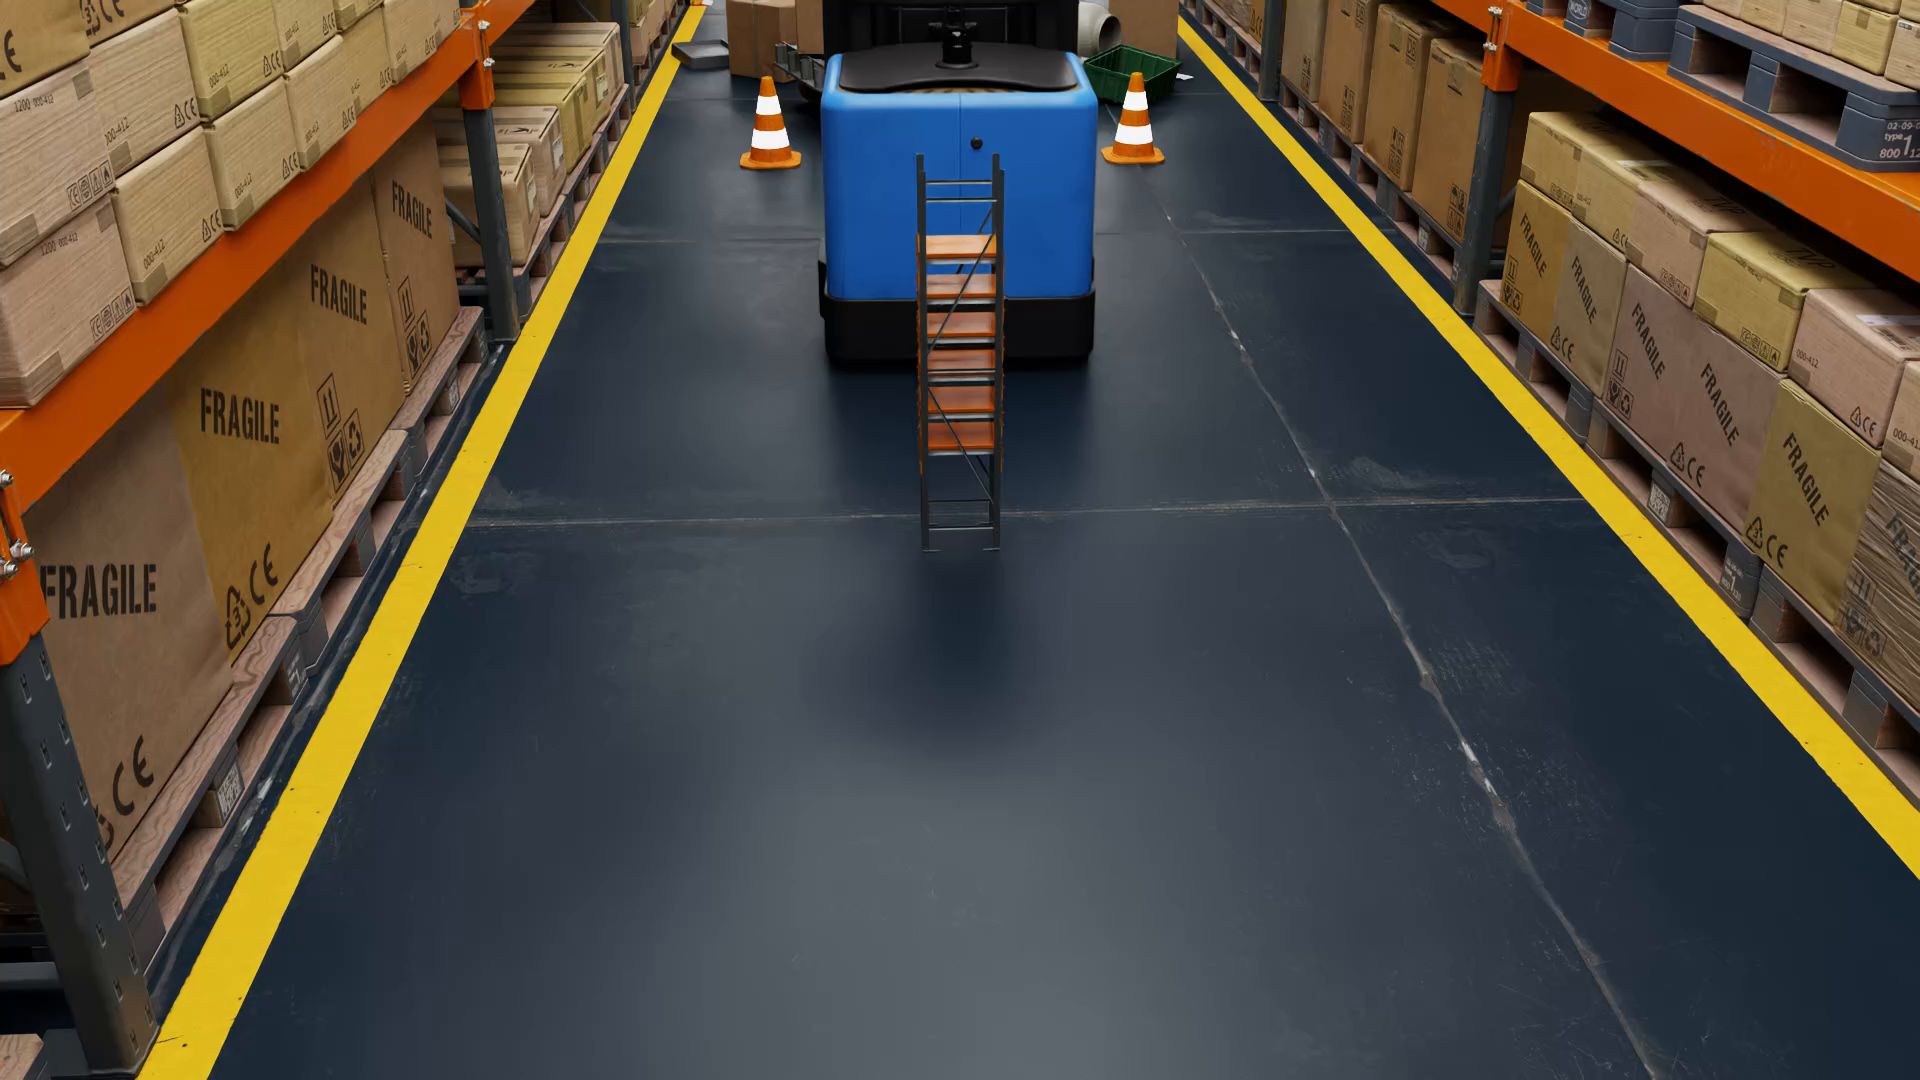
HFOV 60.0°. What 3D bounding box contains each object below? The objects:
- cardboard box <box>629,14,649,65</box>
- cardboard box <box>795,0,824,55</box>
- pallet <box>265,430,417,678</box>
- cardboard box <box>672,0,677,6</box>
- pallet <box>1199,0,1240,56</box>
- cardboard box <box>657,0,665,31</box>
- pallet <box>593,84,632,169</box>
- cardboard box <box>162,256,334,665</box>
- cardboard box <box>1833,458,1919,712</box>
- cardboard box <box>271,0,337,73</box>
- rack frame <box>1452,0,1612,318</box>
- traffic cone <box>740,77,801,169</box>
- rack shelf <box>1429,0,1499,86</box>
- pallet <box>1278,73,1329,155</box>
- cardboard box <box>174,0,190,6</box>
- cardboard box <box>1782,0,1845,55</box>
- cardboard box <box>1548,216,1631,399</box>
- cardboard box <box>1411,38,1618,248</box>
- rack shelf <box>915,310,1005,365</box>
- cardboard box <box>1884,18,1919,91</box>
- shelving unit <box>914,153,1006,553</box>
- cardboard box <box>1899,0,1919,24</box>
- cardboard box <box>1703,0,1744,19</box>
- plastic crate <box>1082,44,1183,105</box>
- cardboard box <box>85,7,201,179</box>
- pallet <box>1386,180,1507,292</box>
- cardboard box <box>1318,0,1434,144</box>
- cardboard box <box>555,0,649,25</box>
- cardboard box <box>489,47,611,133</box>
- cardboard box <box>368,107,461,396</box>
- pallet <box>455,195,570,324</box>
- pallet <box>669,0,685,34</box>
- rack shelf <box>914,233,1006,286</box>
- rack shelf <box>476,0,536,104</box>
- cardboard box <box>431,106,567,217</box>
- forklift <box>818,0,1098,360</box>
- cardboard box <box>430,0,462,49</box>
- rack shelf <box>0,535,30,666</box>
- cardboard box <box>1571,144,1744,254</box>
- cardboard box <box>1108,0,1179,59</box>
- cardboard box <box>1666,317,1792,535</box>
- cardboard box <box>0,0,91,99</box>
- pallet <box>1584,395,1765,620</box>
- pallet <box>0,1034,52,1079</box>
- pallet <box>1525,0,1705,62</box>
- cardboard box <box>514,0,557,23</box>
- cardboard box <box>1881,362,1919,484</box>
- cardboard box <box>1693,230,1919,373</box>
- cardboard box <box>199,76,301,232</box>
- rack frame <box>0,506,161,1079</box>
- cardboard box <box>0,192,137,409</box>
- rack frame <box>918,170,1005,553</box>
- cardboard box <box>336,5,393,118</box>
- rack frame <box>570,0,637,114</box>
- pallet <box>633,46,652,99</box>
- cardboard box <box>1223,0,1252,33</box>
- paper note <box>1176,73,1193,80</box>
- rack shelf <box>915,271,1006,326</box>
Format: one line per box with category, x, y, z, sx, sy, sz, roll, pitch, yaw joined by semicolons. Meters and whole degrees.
cardboard box;-2.284;-3.239;10.736;0.500;0.250;0.500;-3;28;-5
cardboard box;-0.747;-3.277;10.174;0.500;0.500;0.500;-1;28;-3
pallet;-2.288;0.019;4.986;1.003;0.211;1.213;-1;28;-3
cardboard box;-2.402;-4.201;12.580;0.500;0.250;0.500;-1;28;-2
pallet;2.386;-3.841;12.386;1.003;0.211;1.213;-1;28;-3
cardboard box;-2.354;-3.730;11.678;0.500;0.250;0.500;-2;28;-3
pallet;-2.481;-2.397;9.618;1.003;0.211;1.213;-1;28;-3
cardboard box;-2.273;-0.244;4.318;0.875;0.875;0.875;-1;28;-1
cardboard box;2.542;0.122;4.022;0.500;0.500;0.500;-2;28;-4
cardboard box;-1.930;-1.371;4.257;0.500;0.250;0.500;-2;28;-4
rack frame;2.624;-2.312;6.439;1.000;3.000;0.127;-1;28;-3
traffic cone;-1.060;-2.329;9.216;0.336;0.463;0.334;-1;28;-3
rack shelf;2.519;-2.917;8.376;1.077;0.370;4.000;-1;28;-3
pallet;2.530;-2.568;9.946;1.003;0.211;1.213;-1;28;-3
cardboard box;-1.919;-1.462;3.621;0.500;0.500;0.500;-2;28;-4
cardboard box;2.529;-1.443;4.590;0.380;0.149;0.250;-2;28;-4
cardboard box;2.435;-0.825;5.837;0.500;0.500;0.500;-1;28;-2
cardboard box;2.682;-1.784;7.406;1.050;0.750;0.750;-2;28;-3
rack shelf;-0.001;-0.606;4.950;0.258;0.103;0.180;-1;28;-3
cardboard box;2.556;-1.197;4.120;0.380;0.149;0.250;-3;28;-5
shelving unit;-0.001;-0.539;4.985;0.258;1.200;0.189;-1;28;-3
cardboard box;2.559;-1.333;4.058;0.380;0.149;0.250;-3;28;-5
cardboard box;2.506;-1.679;5.044;0.380;0.149;0.250;-1;28;-1
plastic crate;1.097;-2.987;10.711;0.450;0.188;0.662;22;34;18
cardboard box;-1.902;-0.904;3.361;0.500;0.250;0.500;-1;28;-2
pallet;2.658;-1.441;7.786;1.003;0.211;1.213;-1;28;-3
cardboard box;2.584;-2.618;9.004;1.050;0.750;0.750;-1;28;-3
cardboard box;-2.284;-3.572;10.562;0.500;0.500;0.500;0;28;0
cardboard box;-2.452;-2.440;9.072;0.950;0.372;0.625;0;28;1
cardboard box;-2.361;-1.069;5.899;0.875;0.875;0.875;-2;28;-3
pallet;-2.354;-1.270;7.457;1.003;0.211;1.213;-1;28;-3
pallet;-2.721;-4.193;13.061;1.003;0.211;1.213;-1;28;-3
rack shelf;-0.001;-0.818;4.839;0.258;0.103;0.180;-1;28;-3
rack shelf;-2.419;-2.750;8.058;1.077;0.370;4.000;-1;28;-3
cardboard box;-2.381;-1.769;7.785;0.950;0.372;0.625;-2;28;-4
forklift;-0.049;-2.640;7.142;1.130;2.935;3.031;-1;28;-2
cardboard box;-2.029;-1.852;5.719;0.500;0.250;0.500;-2;28;-4
rack shelf;-2.001;0.944;0.974;1.077;0.370;4.000;-1;28;-3
cardboard box;2.444;-1.164;5.676;0.500;0.250;0.500;-2;28;-3
cardboard box;1.309;-3.744;11.885;0.500;0.500;0.500;3;28;6
cardboard box;2.493;-0.352;4.931;0.500;0.500;0.500;-2;28;-4
cardboard box;-1.841;-0.996;2.727;0.500;0.500;0.500;-1;28;-2
pallet;2.724;-0.153;5.314;1.003;0.211;1.213;-1;28;-3
pallet;-2.144;1.291;2.547;1.003;0.211;1.213;-1;28;-3
pallet;2.767;-1.900;5.857;1.213;0.211;1.003;-1;28;-3
cardboard box;-2.822;-3.559;10.539;0.500;0.500;0.500;-2;28;-3
cardboard box;2.541;-0.213;3.853;0.500;0.250;0.500;-2;28;-4
cardboard box;2.486;-0.694;4.776;0.500;0.250;0.500;-3;28;-5
cardboard box;-1.904;-0.918;3.928;0.500;0.250;0.500;-2;28;-3
rack frame;-2.106;-0.299;2.579;1.000;3.000;0.127;-1;28;-3
cardboard box;-1.865;-0.442;3.015;0.500;0.250;0.500;-2;28;-4
rack frame;0.004;-0.496;4.904;0.240;1.200;0.006;-1;28;-3
cardboard box;-1.976;-1.384;4.821;0.500;0.250;0.500;-2;28;-3
rack frame;-2.523;-3.993;9.662;1.000;3.000;0.127;-1;28;-3
pallet;-2.594;-3.066;10.900;1.003;0.211;1.213;-1;28;-3
cardboard box;2.401;-4.112;11.733;0.875;0.875;0.875;-1;28;-2
paper note;1.475;-3.132;11.221;0.147;0.020;0.142;-23;35;-37
rack shelf;-0.001;-0.712;4.895;0.258;0.103;0.180;-1;28;-3
